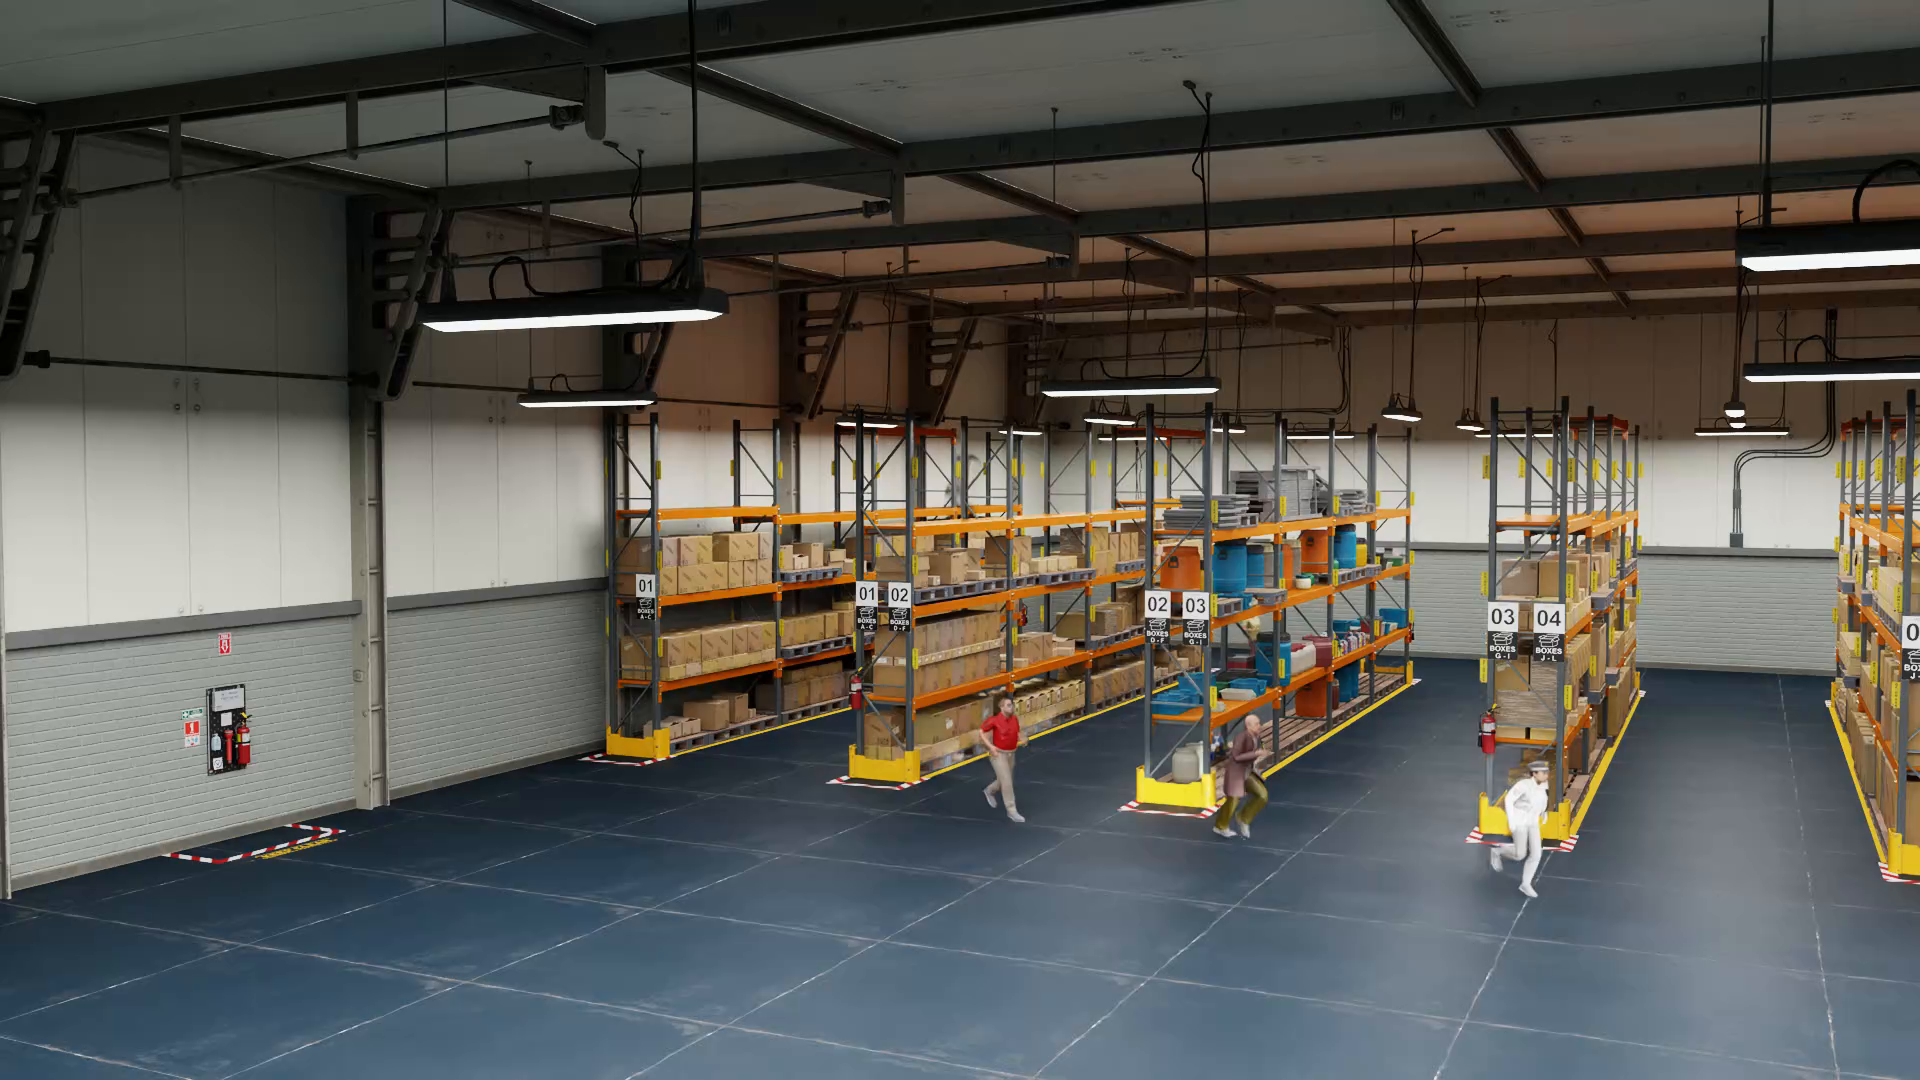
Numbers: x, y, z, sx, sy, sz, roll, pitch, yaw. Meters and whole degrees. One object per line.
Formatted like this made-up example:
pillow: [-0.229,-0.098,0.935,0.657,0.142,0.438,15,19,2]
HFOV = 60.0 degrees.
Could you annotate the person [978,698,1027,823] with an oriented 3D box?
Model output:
person: [0.593,3.137,23.948,0.671,1.735,0.974,-2,3,-43]

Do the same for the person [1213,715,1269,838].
person: [3.801,3.280,22.379,0.690,1.509,0.954,-2,3,-42]

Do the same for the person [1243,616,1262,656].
person: [7.252,2.467,41.046,0.645,1.675,0.828,-1,2,-14]

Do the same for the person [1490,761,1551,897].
person: [6.696,3.389,19.790,0.618,1.633,0.770,-1,3,-32]
